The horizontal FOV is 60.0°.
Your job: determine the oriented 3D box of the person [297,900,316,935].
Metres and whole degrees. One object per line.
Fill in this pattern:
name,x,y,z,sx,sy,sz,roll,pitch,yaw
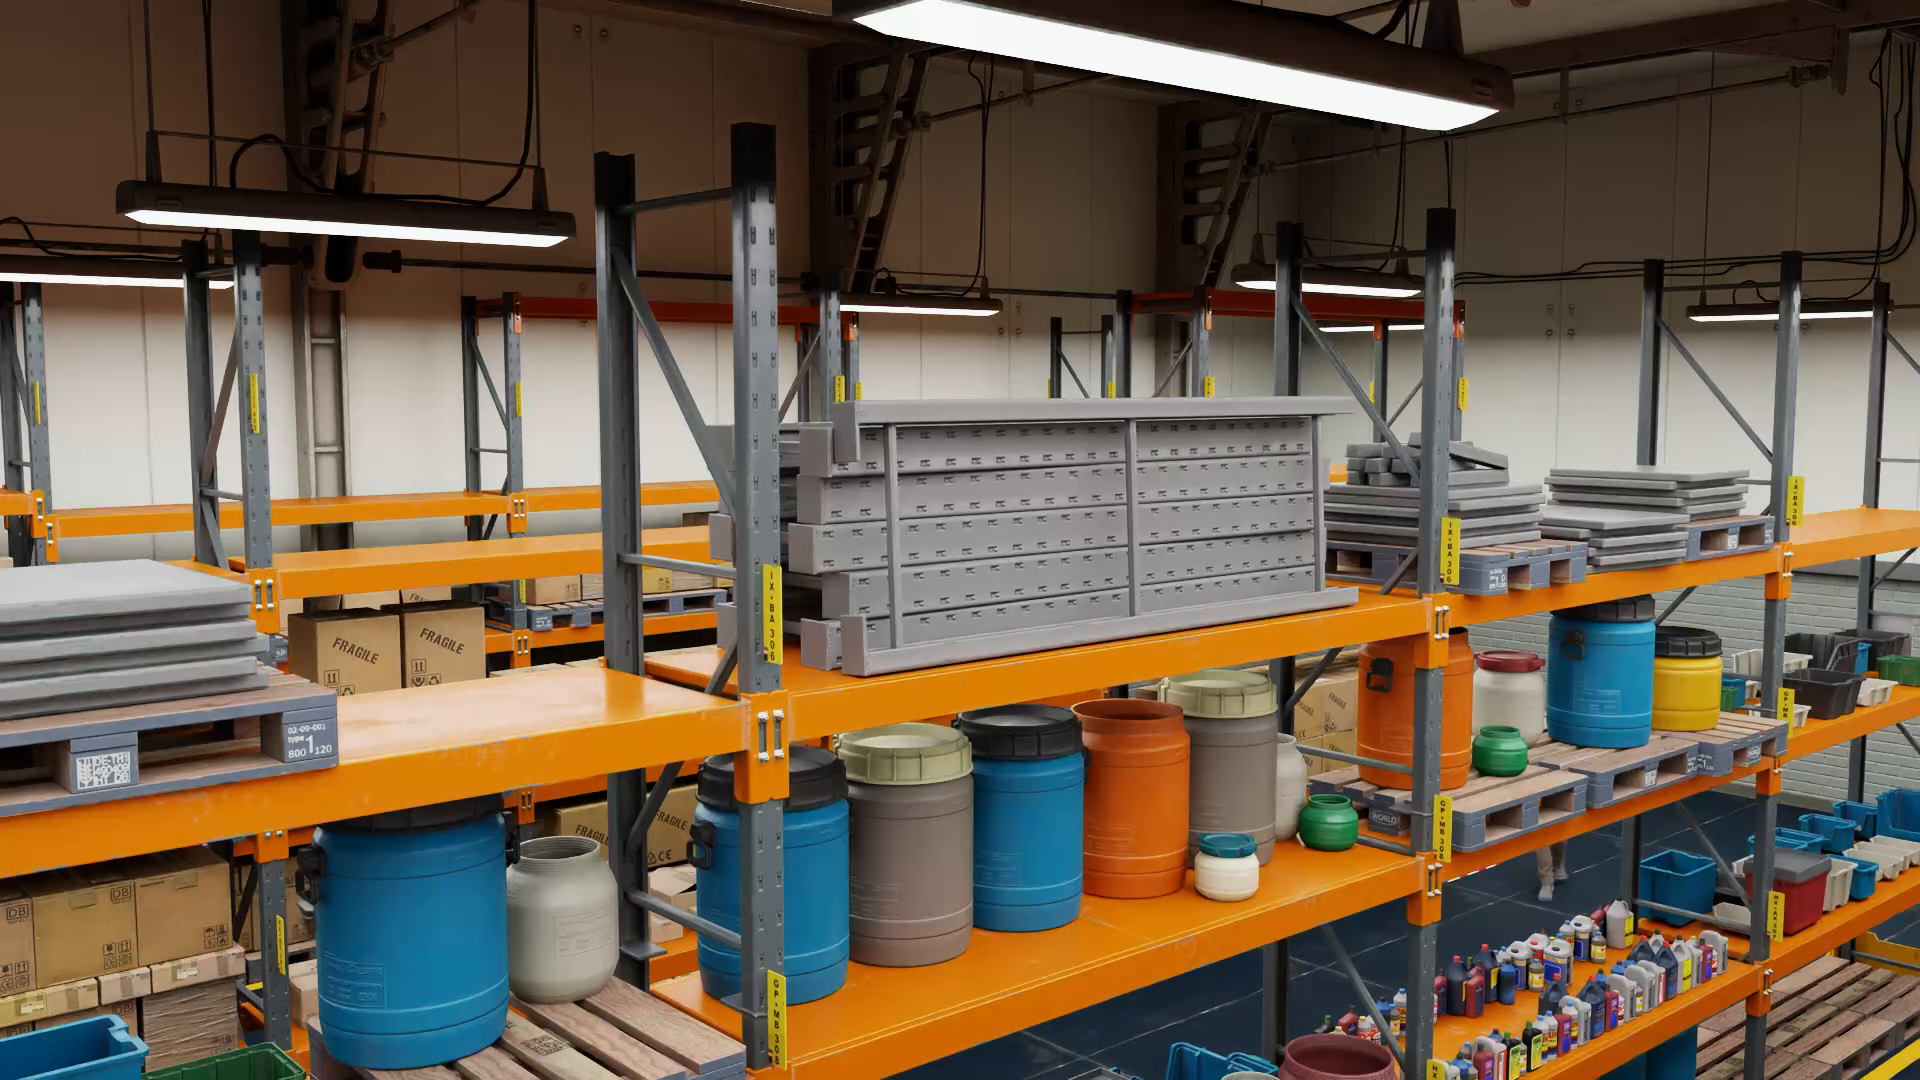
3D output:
person,-4.454,3.285,12.273,0.944,1.426,0.624,-2,6,-25

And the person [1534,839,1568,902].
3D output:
person,5.985,2.726,16.954,0.650,1.729,0.896,2,6,18
